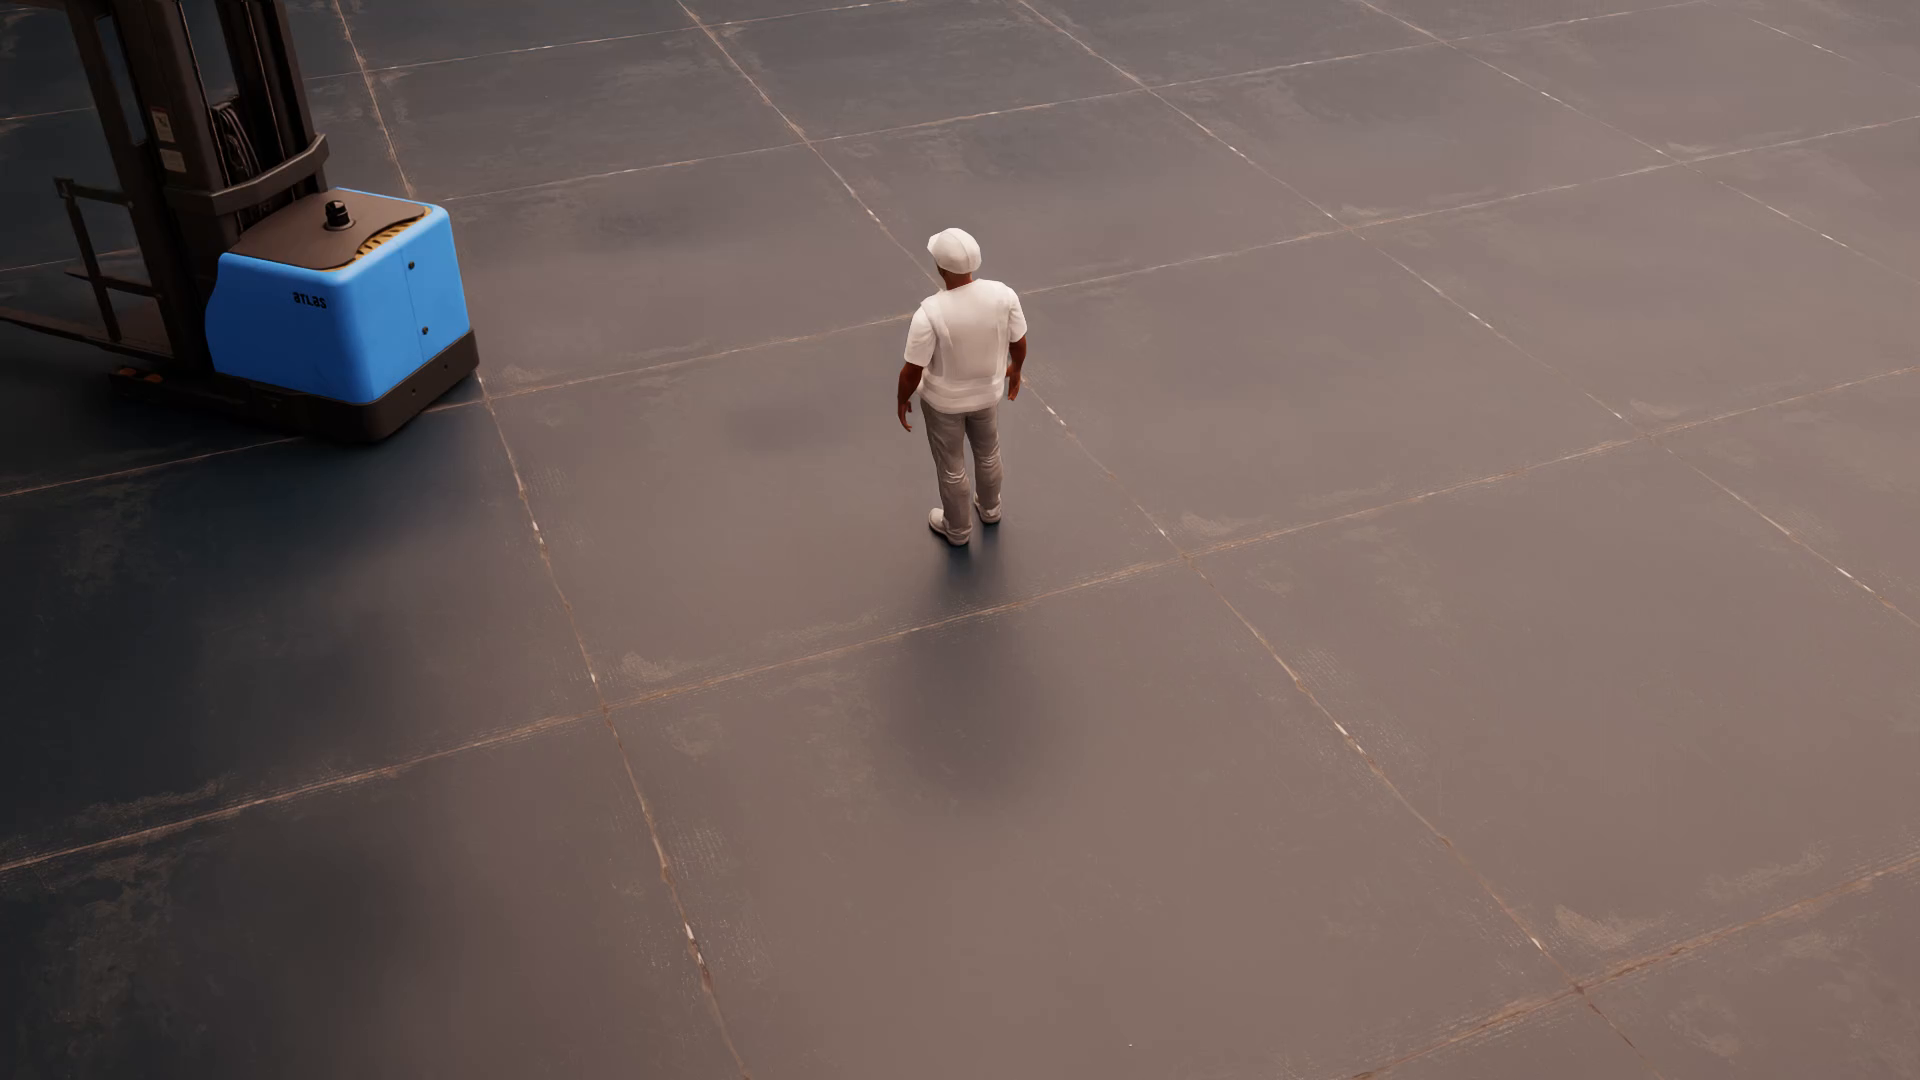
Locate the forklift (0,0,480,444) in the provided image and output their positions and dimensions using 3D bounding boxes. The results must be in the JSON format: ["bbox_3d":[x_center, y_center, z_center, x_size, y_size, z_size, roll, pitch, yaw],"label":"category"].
[{"bbox_3d":[-4.458,-2.270,9.291,3.031,2.935,1.130,13,37,18],"label":"forklift"}]

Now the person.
[{"bbox_3d":[-0.022,-0.764,8.165,0.666,1.765,0.577,-14,38,-19],"label":"person"}]
